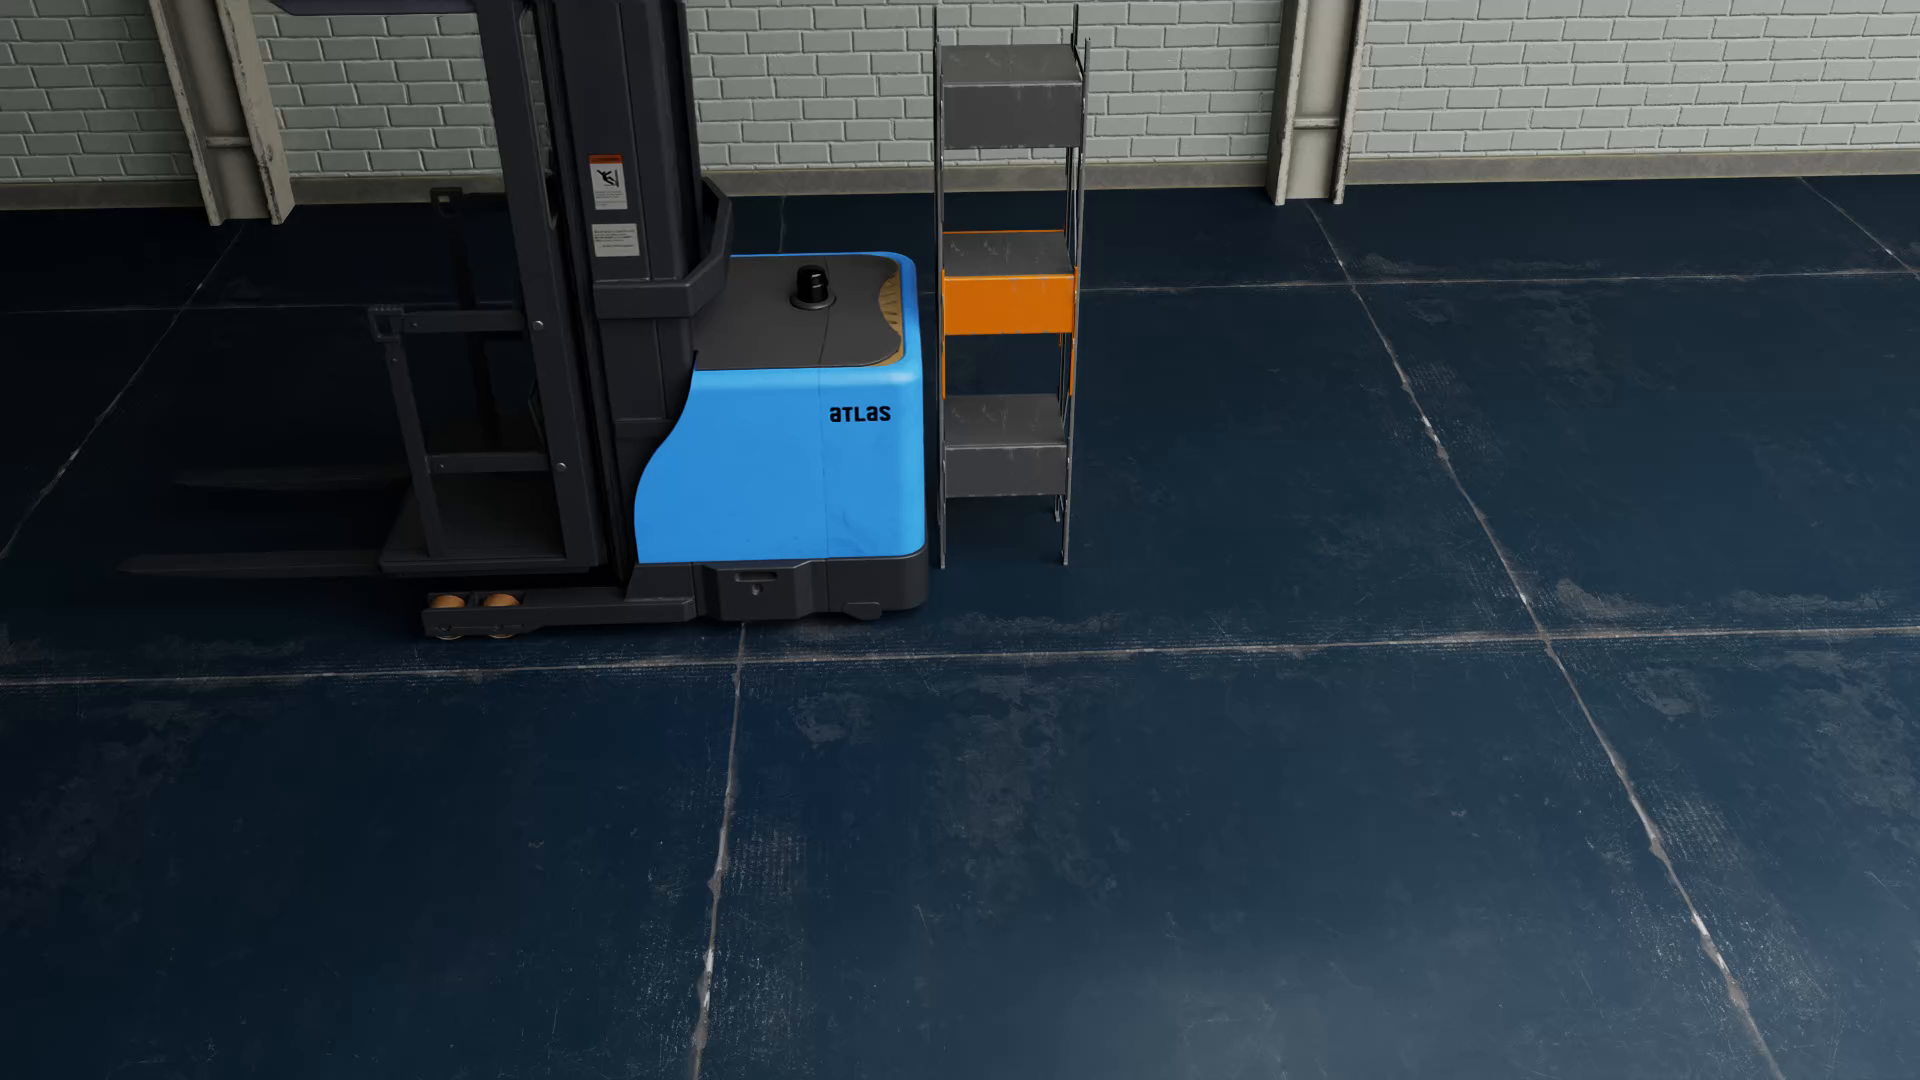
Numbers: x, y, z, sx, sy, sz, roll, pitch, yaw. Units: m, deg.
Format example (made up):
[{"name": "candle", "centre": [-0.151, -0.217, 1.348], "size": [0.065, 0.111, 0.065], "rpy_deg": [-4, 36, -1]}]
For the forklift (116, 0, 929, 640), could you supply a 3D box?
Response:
[{"name": "forklift", "centre": [-1.652, -1.142, 5.824], "size": [3.031, 2.935, 1.130], "rpy_deg": [-2, 35, -2]}]

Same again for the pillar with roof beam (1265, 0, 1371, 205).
[{"name": "pillar with roof beam", "centre": [2.195, -3.263, 3.558], "size": [0.400, 9.000, 9.100], "rpy_deg": [-2, 35, -2]}]

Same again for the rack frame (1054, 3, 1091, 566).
[{"name": "rack frame", "centre": [0.409, -0.874, 6.168], "size": [0.015, 2.100, 0.400], "rpy_deg": [-2, 35, -2]}]

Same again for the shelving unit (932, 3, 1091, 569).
[{"name": "shelving unit", "centre": [0.165, -0.868, 6.159], "size": [0.503, 2.100, 0.431], "rpy_deg": [-2, 35, -2]}]

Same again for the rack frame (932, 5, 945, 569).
[{"name": "rack frame", "centre": [-0.078, -0.861, 6.149], "size": [0.015, 2.100, 0.400], "rpy_deg": [-2, 35, -2]}]

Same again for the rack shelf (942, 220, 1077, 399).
[{"name": "rack shelf", "centre": [0.165, -0.857, 6.167], "size": [0.480, 0.518, 0.431], "rpy_deg": [-2, 35, -2]}]

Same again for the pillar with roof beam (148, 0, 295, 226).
[{"name": "pillar with roof beam", "centre": [-3.798, -3.102, 3.324], "size": [0.400, 9.000, 9.100], "rpy_deg": [-2, 35, -2]}]

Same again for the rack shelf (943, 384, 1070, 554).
[{"name": "rack shelf", "centre": [0.165, -0.281, 6.565], "size": [0.480, 0.518, 0.431], "rpy_deg": [-2, 35, -2]}]

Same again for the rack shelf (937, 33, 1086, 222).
[{"name": "rack shelf", "centre": [0.165, -1.432, 5.768], "size": [0.480, 0.518, 0.431], "rpy_deg": [-2, 35, -2]}]
